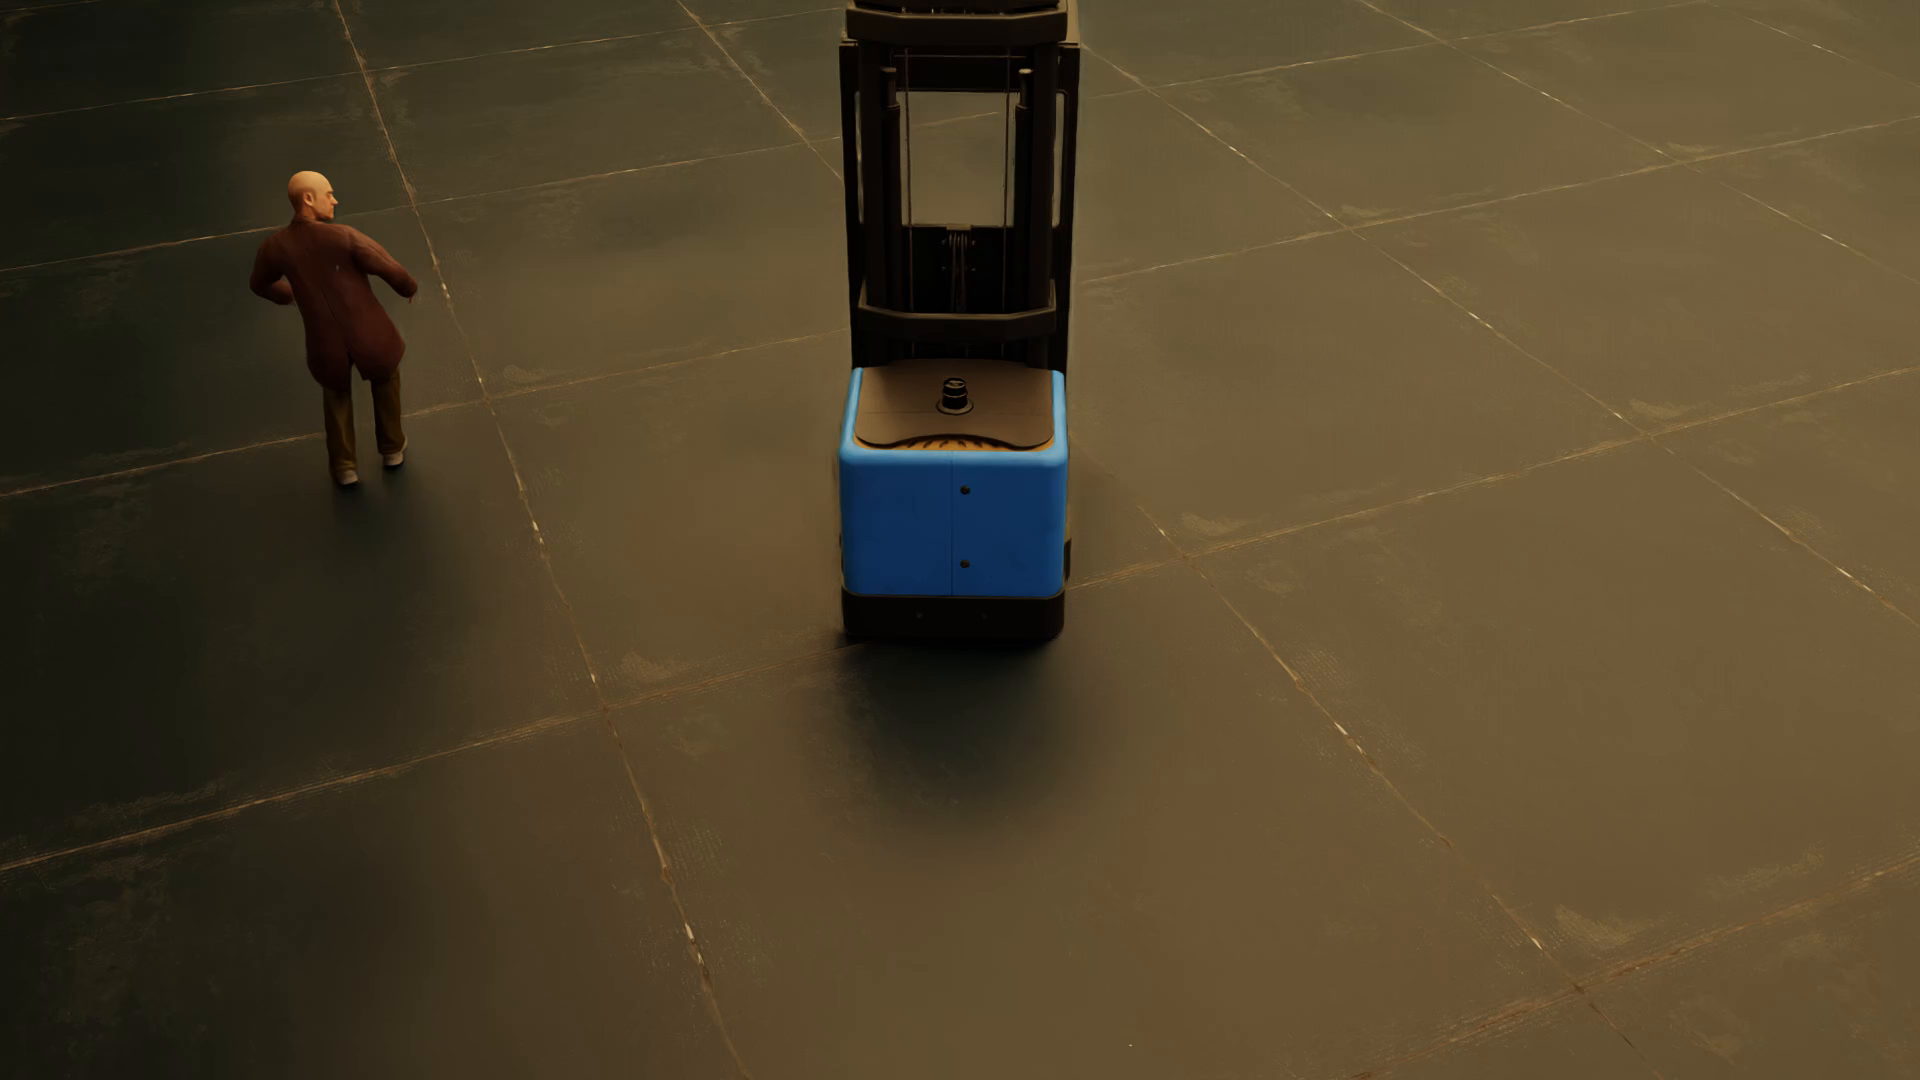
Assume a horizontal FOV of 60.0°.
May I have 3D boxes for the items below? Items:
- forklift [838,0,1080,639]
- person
[{"bbox_3d":[0.004,-1.551,8.279,1.130,2.935,3.031,1,35,1],"label":"forklift"},{"bbox_3d":[-3.252,-1.139,8.792,0.829,1.736,0.644,-4,36,-6],"label":"person"}]
